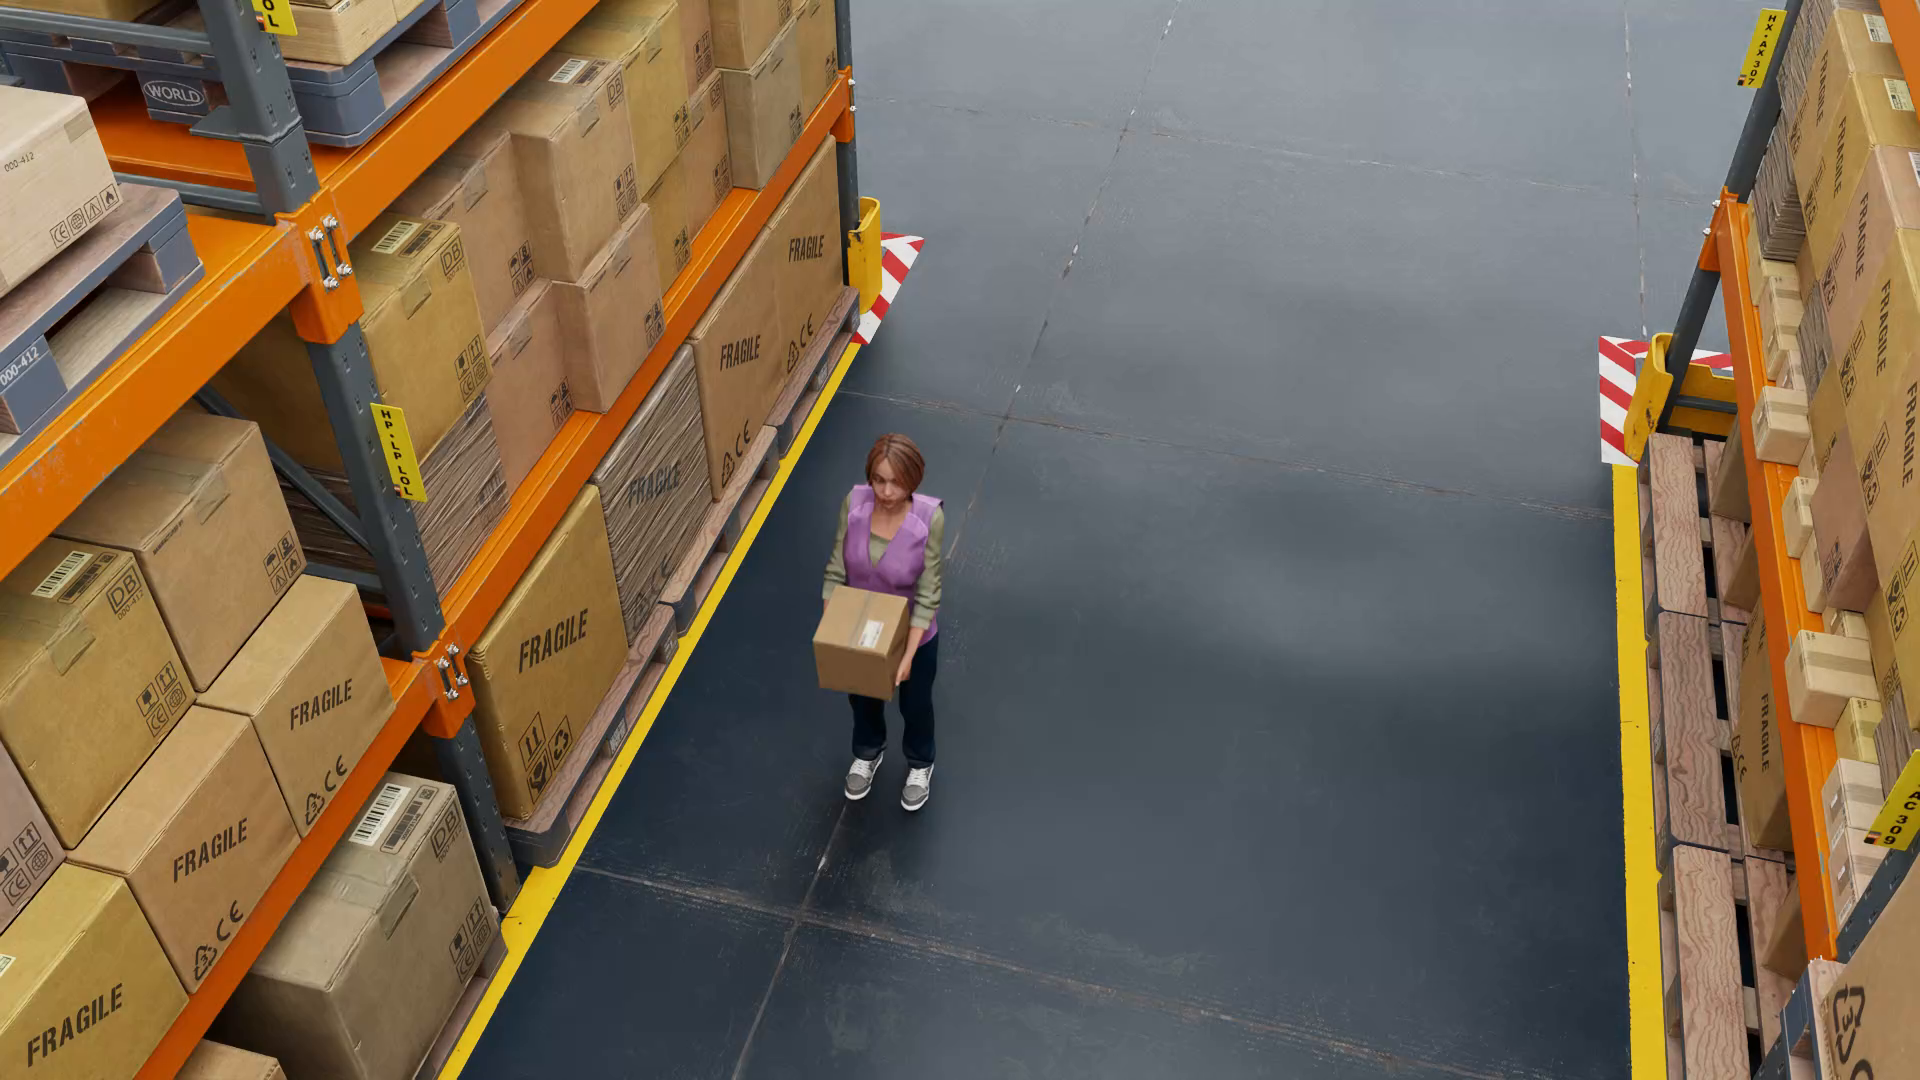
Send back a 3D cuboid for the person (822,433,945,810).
[{"bbox_3d":[-0.266,0.359,5.766,0.407,1.588,0.500,10,43,11],"label":"person"}]
